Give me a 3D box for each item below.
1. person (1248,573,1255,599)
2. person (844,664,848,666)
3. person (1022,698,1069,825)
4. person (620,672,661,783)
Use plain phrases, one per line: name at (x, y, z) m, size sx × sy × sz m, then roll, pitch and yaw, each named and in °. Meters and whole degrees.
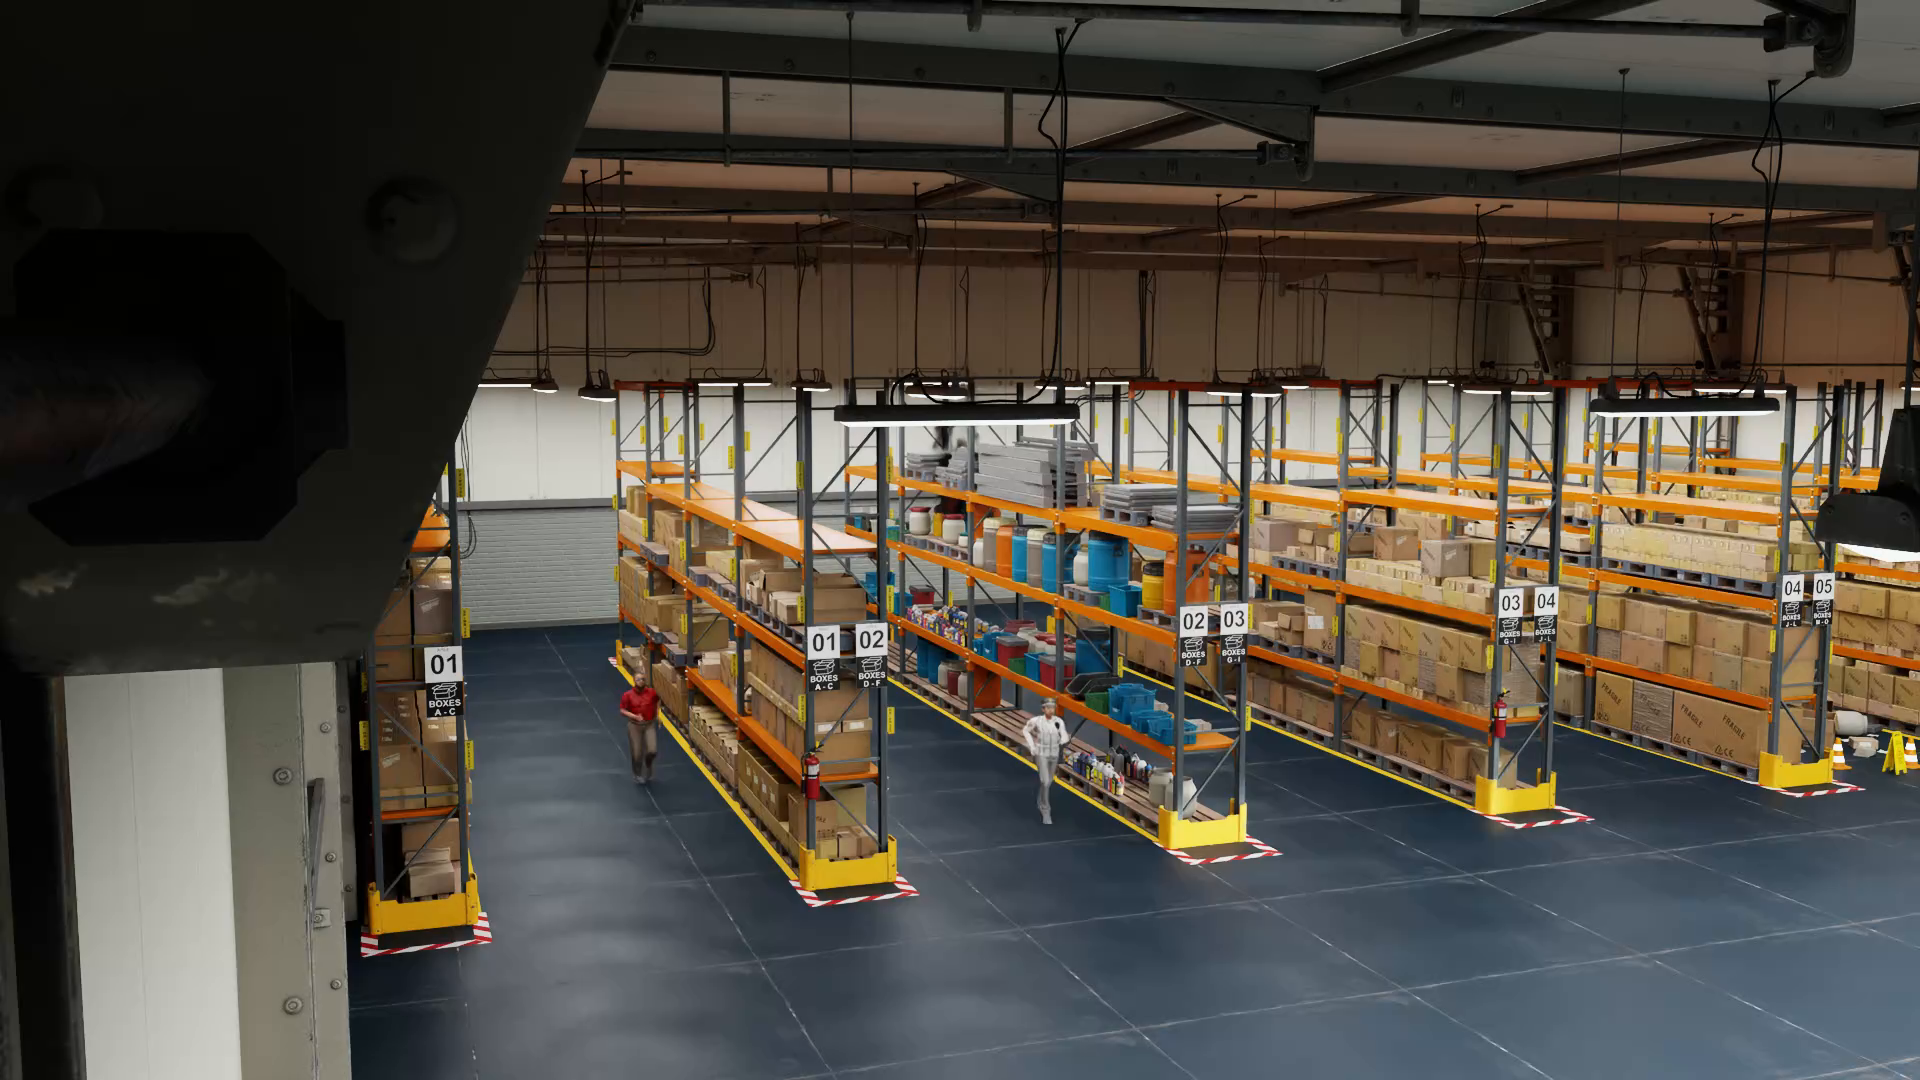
person at (6.311, 1.533, 37.668) m, size 0.747 × 1.745 × 1.092 m, roll -2°, pitch 6°, yaw -19°
person at (-2.245, 2.284, 29.799) m, size 0.659 × 1.804 × 0.946 m, roll -4°, pitch 7°, yaw -33°
person at (1.213, 3.044, 23.201) m, size 0.597 × 1.755 × 0.775 m, roll -2°, pitch 6°, yaw -18°
person at (-4.781, 2.840, 25.065) m, size 0.651 × 1.686 × 0.607 m, roll -3°, pitch 7°, yaw -24°
